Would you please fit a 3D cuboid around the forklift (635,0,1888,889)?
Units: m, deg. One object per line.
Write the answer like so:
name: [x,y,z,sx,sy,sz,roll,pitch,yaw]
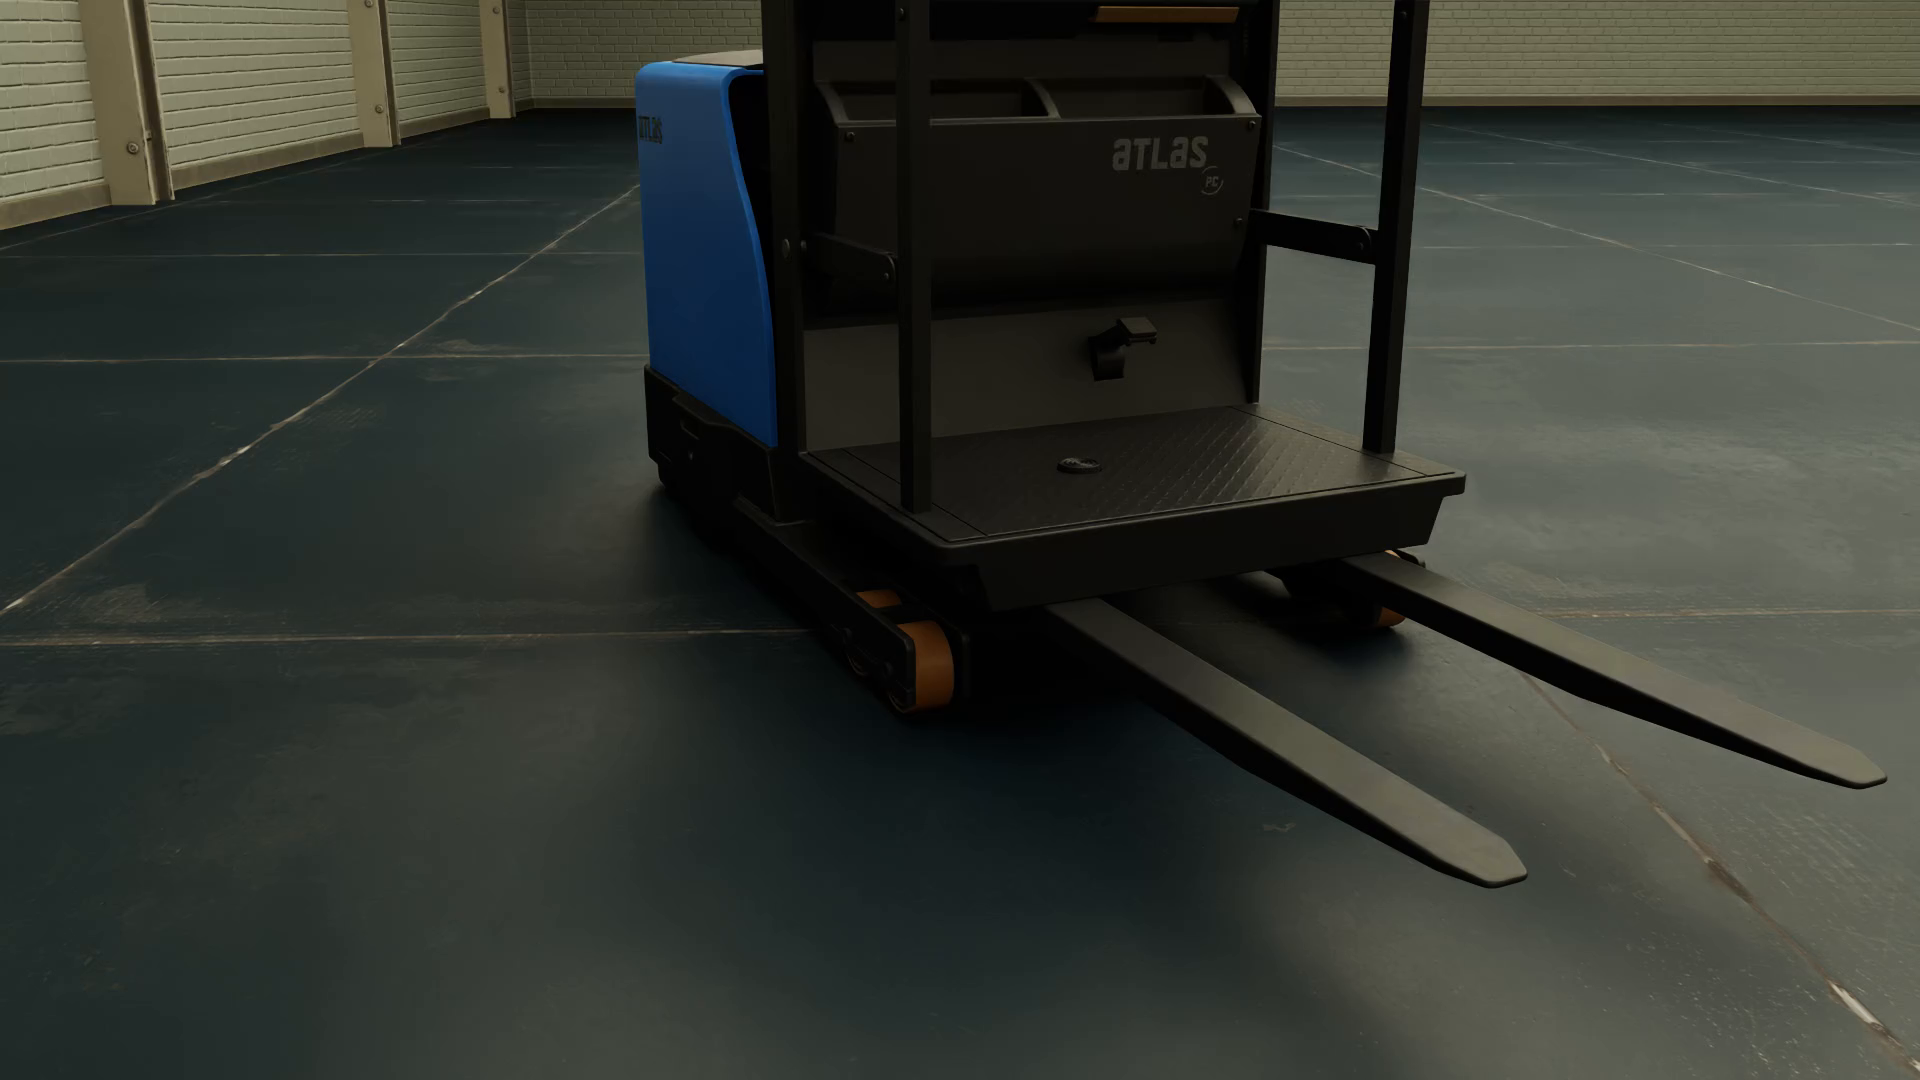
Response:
forklift: [0.258,-1.240,2.962,1.130,2.935,3.031,-8,19,-24]
